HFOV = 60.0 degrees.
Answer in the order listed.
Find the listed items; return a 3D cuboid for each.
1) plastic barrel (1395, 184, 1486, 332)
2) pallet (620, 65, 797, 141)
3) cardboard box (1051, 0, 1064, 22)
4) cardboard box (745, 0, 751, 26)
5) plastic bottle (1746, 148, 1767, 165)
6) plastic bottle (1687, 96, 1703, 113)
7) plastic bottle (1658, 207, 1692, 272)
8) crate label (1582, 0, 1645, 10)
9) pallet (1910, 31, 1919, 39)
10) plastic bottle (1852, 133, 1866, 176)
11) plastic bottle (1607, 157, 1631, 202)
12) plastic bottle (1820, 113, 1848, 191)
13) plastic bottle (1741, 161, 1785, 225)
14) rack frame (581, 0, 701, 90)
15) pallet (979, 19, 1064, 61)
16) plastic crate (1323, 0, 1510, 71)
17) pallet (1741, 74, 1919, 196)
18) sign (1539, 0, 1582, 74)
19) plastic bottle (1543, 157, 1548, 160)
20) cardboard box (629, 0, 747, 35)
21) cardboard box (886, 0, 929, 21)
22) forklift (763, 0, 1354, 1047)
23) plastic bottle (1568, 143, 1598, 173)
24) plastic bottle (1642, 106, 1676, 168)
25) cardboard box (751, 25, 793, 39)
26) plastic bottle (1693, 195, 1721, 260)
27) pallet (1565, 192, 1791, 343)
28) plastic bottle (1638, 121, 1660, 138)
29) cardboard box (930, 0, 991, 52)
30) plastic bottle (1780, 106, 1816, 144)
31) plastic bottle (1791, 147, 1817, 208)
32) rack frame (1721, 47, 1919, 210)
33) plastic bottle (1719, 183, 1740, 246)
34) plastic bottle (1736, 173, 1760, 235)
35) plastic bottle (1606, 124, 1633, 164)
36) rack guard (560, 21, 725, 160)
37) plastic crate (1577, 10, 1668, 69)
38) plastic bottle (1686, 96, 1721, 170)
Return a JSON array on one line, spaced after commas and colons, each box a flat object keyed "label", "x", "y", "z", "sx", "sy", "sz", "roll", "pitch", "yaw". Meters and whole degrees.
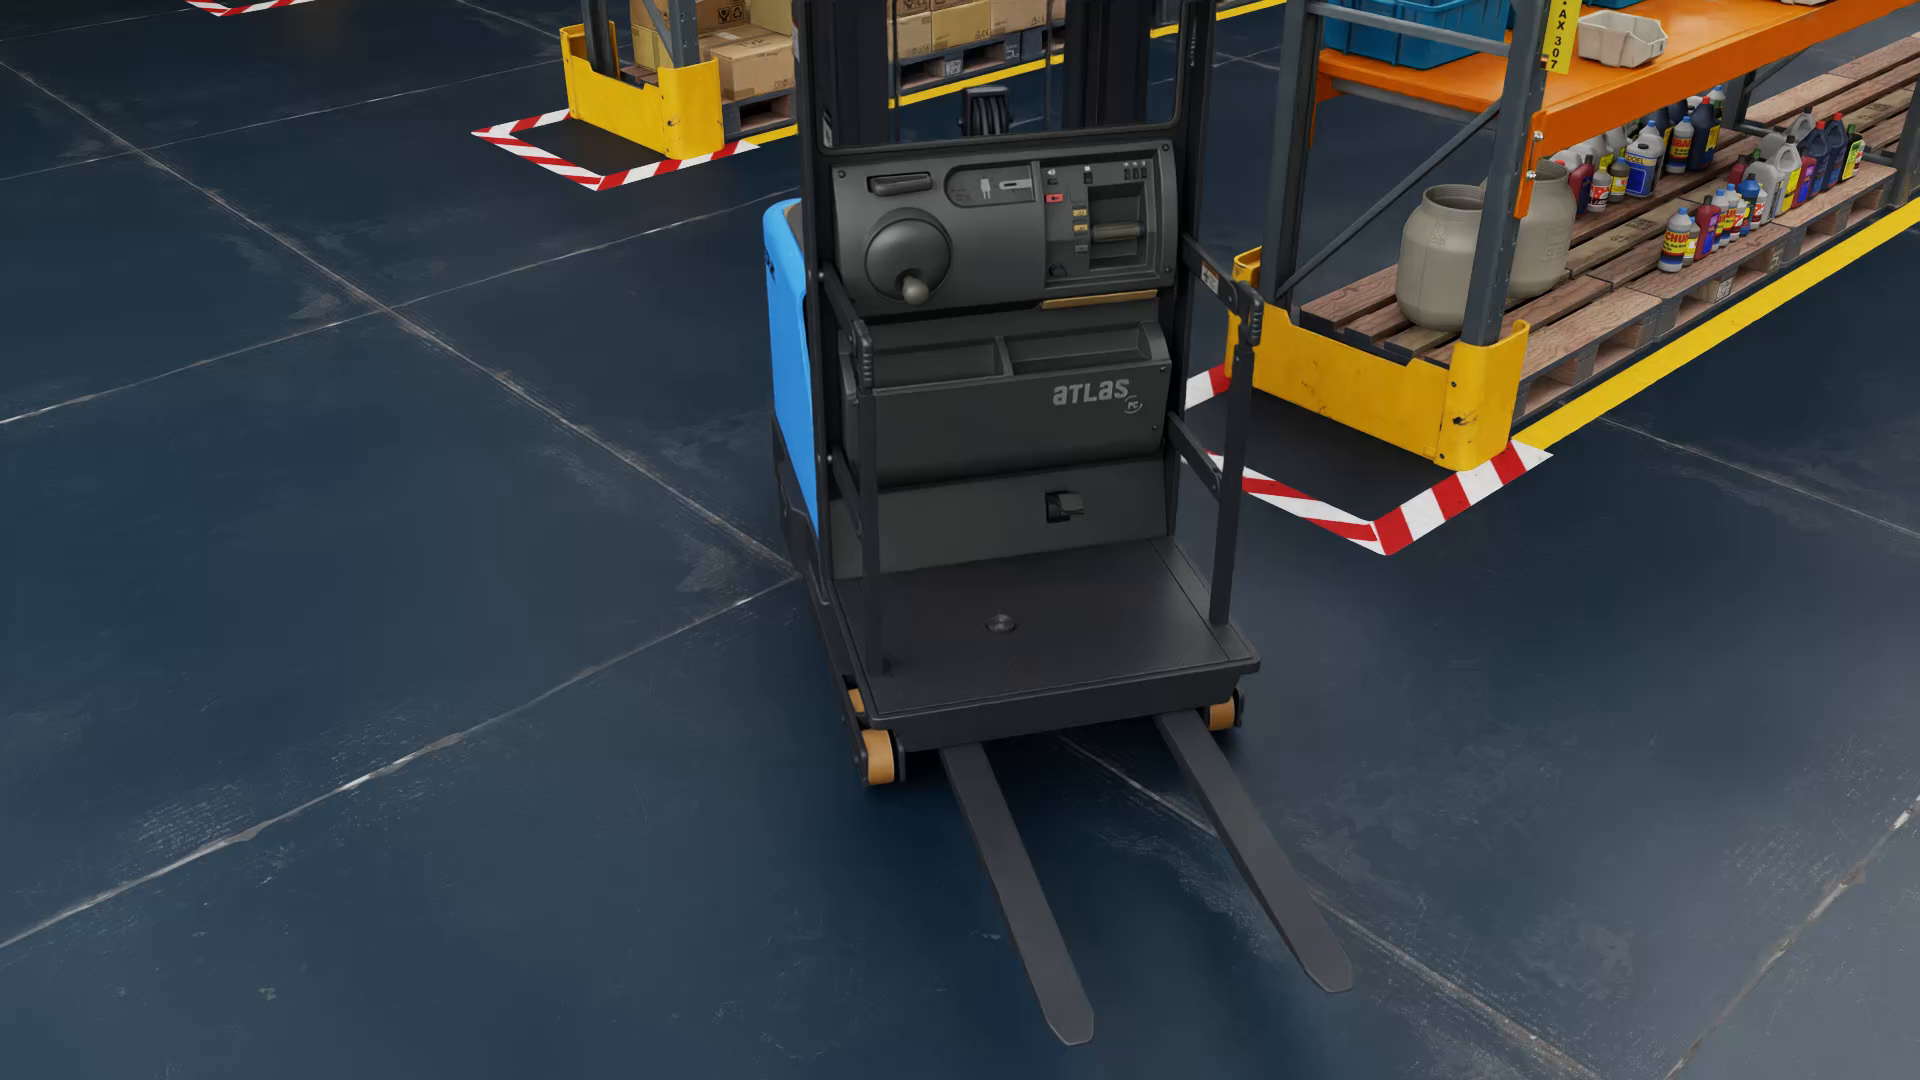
[{"label": "plastic barrel", "x": 1.993, "y": -1.140, "z": 6.721, "sx": 0.421, "sy": 0.512, "sz": 0.421, "roll": 0, "pitch": 31, "yaw": 0}, {"label": "pallet", "x": -1.270, "y": -2.753, "z": 10.050, "sx": 1.213, "sy": 0.211, "sz": 1.003, "roll": -26, "pitch": 40, "yaw": -35}, {"label": "cardboard box", "x": 0.566, "y": -3.659, "z": 11.091, "sx": 0.500, "sy": 0.250, "sz": 0.500, "roll": -26, "pitch": 40, "yaw": -35}, {"label": "cardboard box", "x": -1.252, "y": -3.147, "z": 10.254, "sx": 0.500, "sy": 0.250, "sz": 0.500, "roll": -26, "pitch": 40, "yaw": -35}, {"label": "plastic bottle", "x": 3.753, "y": -1.716, "z": 7.863, "sx": 0.133, "sy": 0.283, "sz": 0.061, "roll": -26, "pitch": 40, "yaw": -35}, {"label": "plastic bottle", "x": 3.746, "y": -2.133, "z": 8.553, "sx": 0.135, "sy": 0.276, "sz": 0.152, "roll": -24, "pitch": 39, "yaw": -34}, {"label": "plastic bottle", "x": 3.104, "y": -1.307, "z": 7.206, "sx": 0.097, "sy": 0.271, "sz": 0.097, "roll": 0, "pitch": 31, "yaw": 0}, {"label": "crate label", "x": 2.728, "y": -2.531, "z": 6.980, "sx": 0.616, "sy": 0.435, "sz": 0.502, "roll": -26, "pitch": 40, "yaw": -35}, {"label": "pallet", "x": 6.835, "y": -3.148, "z": 10.695, "sx": 1.213, "sy": 0.211, "sz": 1.003, "roll": -26, "pitch": 40, "yaw": -35}, {"label": "plastic bottle", "x": 4.442, "y": -1.924, "z": 8.282, "sx": 0.097, "sy": 0.201, "sz": 0.097, "roll": 0, "pitch": 31, "yaw": 0}, {"label": "plastic bottle", "x": 3.149, "y": -1.730, "z": 7.965, "sx": 0.097, "sy": 0.201, "sz": 0.097, "roll": 0, "pitch": 31, "yaw": 0}, {"label": "plastic bottle", "x": 4.220, "y": -1.897, "z": 8.095, "sx": 0.185, "sy": 0.351, "sz": 0.144, "roll": -27, "pitch": 41, "yaw": -37}, {"label": "plastic bottle", "x": 3.720, "y": -1.627, "z": 7.724, "sx": 0.135, "sy": 0.276, "sz": 0.152, "roll": -25, "pitch": 39, "yaw": -35}, {"label": "rack frame", "x": -1.802, "y": -3.656, "z": 8.853, "sx": 0.127, "sy": 3.000, "sz": 1.000, "roll": -26, "pitch": 40, "yaw": -35}, {"label": "pallet", "x": 0.519, "y": -3.619, "z": 11.466, "sx": 1.213, "sy": 0.211, "sz": 1.003, "roll": -26, "pitch": 40, "yaw": -35}, {"label": "plastic crate", "x": 1.726, "y": -1.988, "z": 6.268, "sx": 0.616, "sy": 0.251, "sz": 0.499, "roll": -26, "pitch": 40, "yaw": -35}, {"label": "pallet", "x": 5.045, "y": -2.282, "z": 9.280, "sx": 1.213, "sy": 0.211, "sz": 1.003, "roll": -26, "pitch": 40, "yaw": -35}, {"label": "sign", "x": 1.934, "y": -1.666, "z": 5.333, "sx": 0.005, "sy": 0.325, "sz": 0.100, "roll": -26, "pitch": 40, "yaw": -35}, {"label": "plastic bottle", "x": 2.685, "y": -1.656, "z": 7.765, "sx": 0.133, "sy": 0.283, "sz": 0.061, "roll": -25, "pitch": 39, "yaw": -34}, {"label": "cardboard box", "x": -1.612, "y": -3.286, "z": 9.762, "sx": 0.500, "sy": 0.500, "sz": 0.500, "roll": -26, "pitch": 40, "yaw": -35}, {"label": "cardboard box", "x": -0.535, "y": -3.447, "z": 10.026, "sx": 0.500, "sy": 0.500, "sz": 0.500, "roll": -26, "pitch": 40, "yaw": -35}, {"label": "forklift", "x": 0.183, "y": -0.788, "z": 4.228, "sx": 1.130, "sy": 2.935, "sz": 3.031, "roll": -7, "pitch": 32, "yaw": -12}, {"label": "plastic bottle", "x": 2.917, "y": -1.732, "z": 7.897, "sx": 0.135, "sy": 0.276, "sz": 0.152, "roll": -27, "pitch": 41, "yaw": -37}, {"label": "plastic bottle", "x": 3.483, "y": -2.041, "z": 8.331, "sx": 0.144, "sy": 0.351, "sz": 0.185, "roll": 27, "pitch": 41, "yaw": 37}, {"label": "cardboard box", "x": -0.894, "y": -2.946, "z": 9.925, "sx": 0.500, "sy": 0.250, "sz": 0.500, "roll": -26, "pitch": 40, "yaw": -35}, {"label": "plastic bottle", "x": 3.282, "y": -1.386, "z": 7.323, "sx": 0.133, "sy": 0.283, "sz": 0.061, "roll": -25, "pitch": 39, "yaw": -35}, {"label": "pallet", "x": 3.080, "y": -1.331, "z": 7.725, "sx": 1.213, "sy": 0.211, "sz": 1.003, "roll": -26, "pitch": 40, "yaw": -35}, {"label": "plastic bottle", "x": 3.401, "y": -1.941, "z": 8.242, "sx": 0.097, "sy": 0.271, "sz": 0.097, "roll": 0, "pitch": 31, "yaw": 0}, {"label": "cardboard box", "x": -0.157, "y": -3.298, "z": 10.502, "sx": 0.500, "sy": 0.250, "sz": 0.500, "roll": -26, "pitch": 40, "yaw": -35}, {"label": "plastic bottle", "x": 4.122, "y": -1.952, "z": 8.185, "sx": 0.185, "sy": 0.351, "sz": 0.144, "roll": -26, "pitch": 40, "yaw": -35}, {"label": "plastic bottle", "x": 3.988, "y": -1.727, "z": 7.880, "sx": 0.133, "sy": 0.283, "sz": 0.061, "roll": -23, "pitch": 38, "yaw": -32}, {"label": "rack frame", "x": 4.496, "y": -3.178, "z": 8.072, "sx": 0.127, "sy": 3.000, "sz": 1.000, "roll": -26, "pitch": 40, "yaw": -35}, {"label": "plastic bottle", "x": 3.429, "y": -1.464, "z": 7.463, "sx": 0.097, "sy": 0.271, "sz": 0.097, "roll": 0, "pitch": 31, "yaw": 0}, {"label": "plastic bottle", "x": 3.577, "y": -1.536, "z": 7.580, "sx": 0.097, "sy": 0.271, "sz": 0.097, "roll": 0, "pitch": 31, "yaw": 0}, {"label": "plastic bottle", "x": 3.172, "y": -1.891, "z": 8.084, "sx": 0.185, "sy": 0.351, "sz": 0.144, "roll": -26, "pitch": 40, "yaw": -36}, {"label": "rack guard", "x": -1.820, "y": -2.581, "z": 9.491, "sx": 0.348, "sy": 0.500, "sz": 1.175, "roll": -26, "pitch": 40, "yaw": -35}, {"label": "plastic crate", "x": 2.438, "y": -1.841, "z": 6.139, "sx": 0.250, "sy": 0.136, "sz": 0.298, "roll": -26, "pitch": 40, "yaw": -35}, {"label": "plastic bottle", "x": 3.720, "y": -2.053, "z": 8.350, "sx": 0.185, "sy": 0.351, "sz": 0.144, "roll": -26, "pitch": 40, "yaw": -35}]
